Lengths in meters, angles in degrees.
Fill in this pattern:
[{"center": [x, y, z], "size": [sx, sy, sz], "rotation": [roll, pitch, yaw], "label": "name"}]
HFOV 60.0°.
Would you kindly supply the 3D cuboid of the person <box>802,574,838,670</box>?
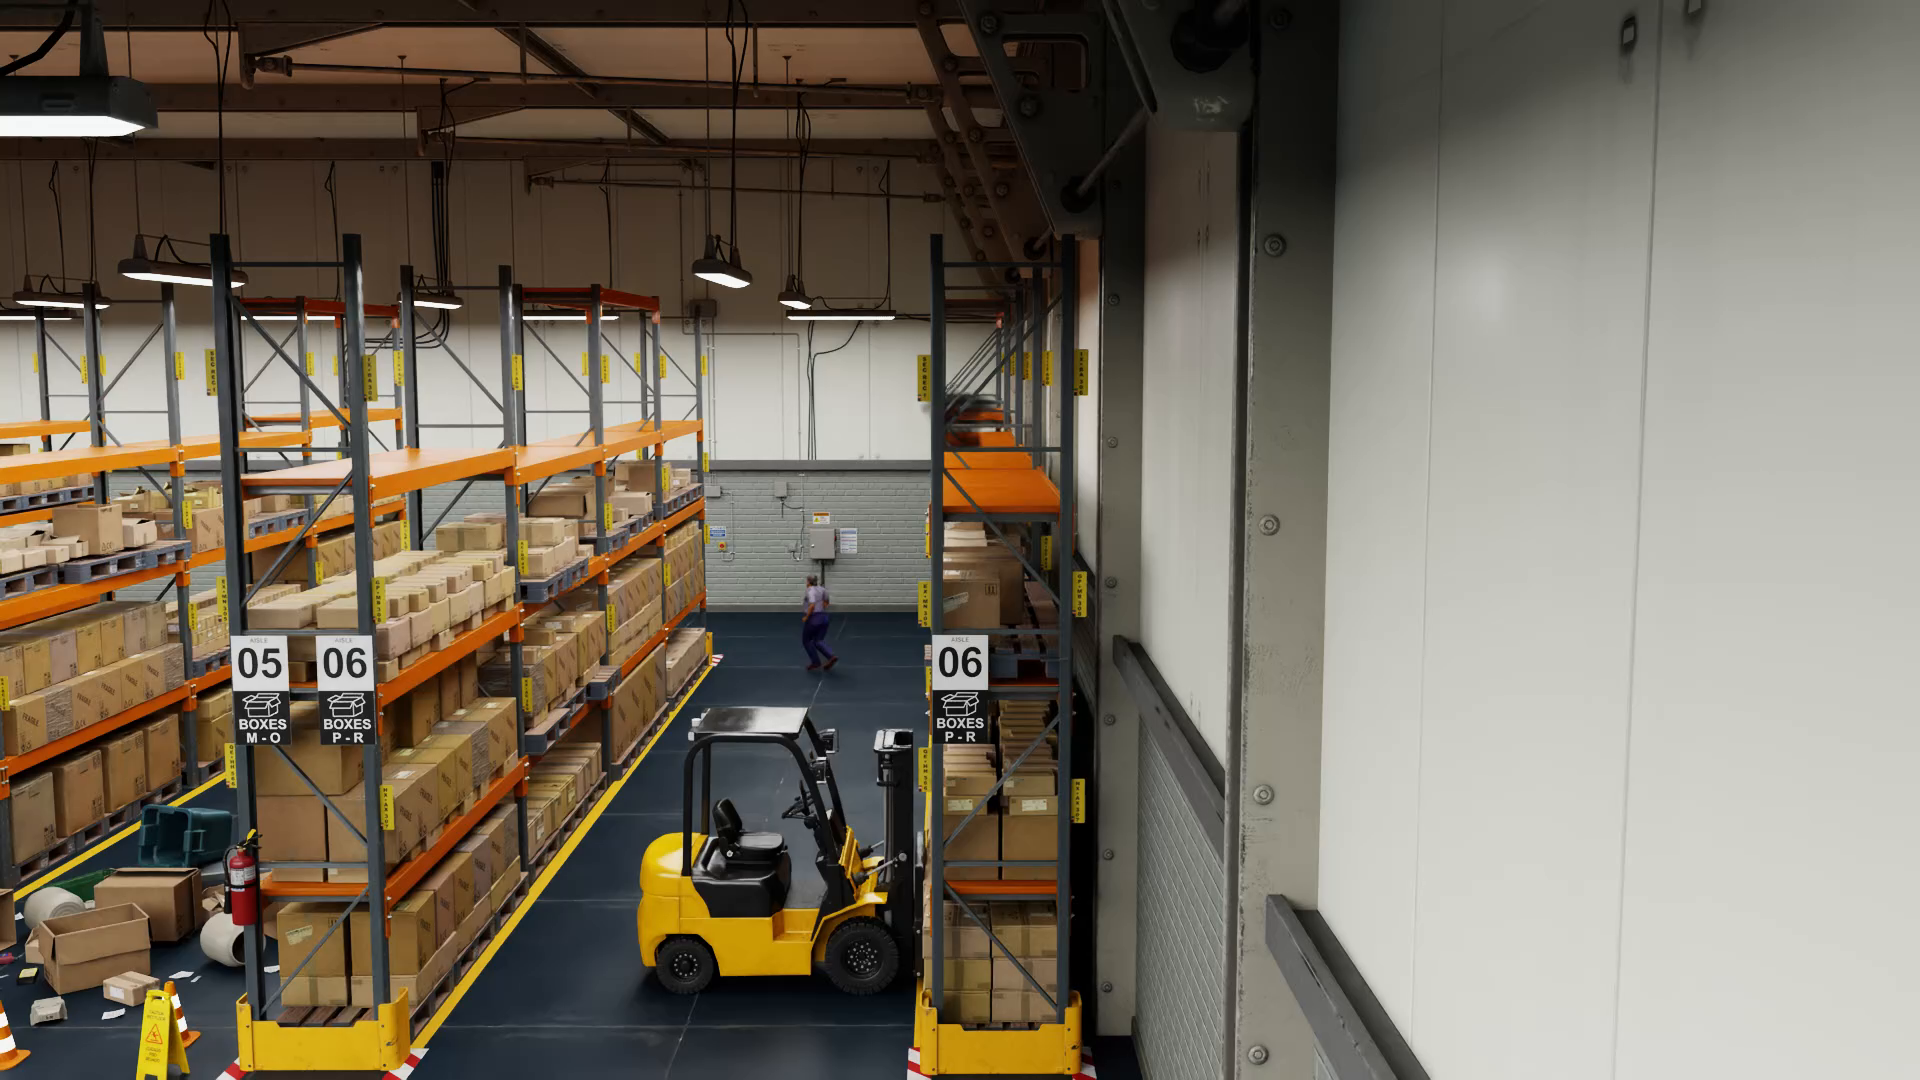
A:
[{"center": [-2.286, 1.368, 27.321], "size": [0.691, 1.601, 0.602], "rotation": [5, 8, 36], "label": "person"}]
